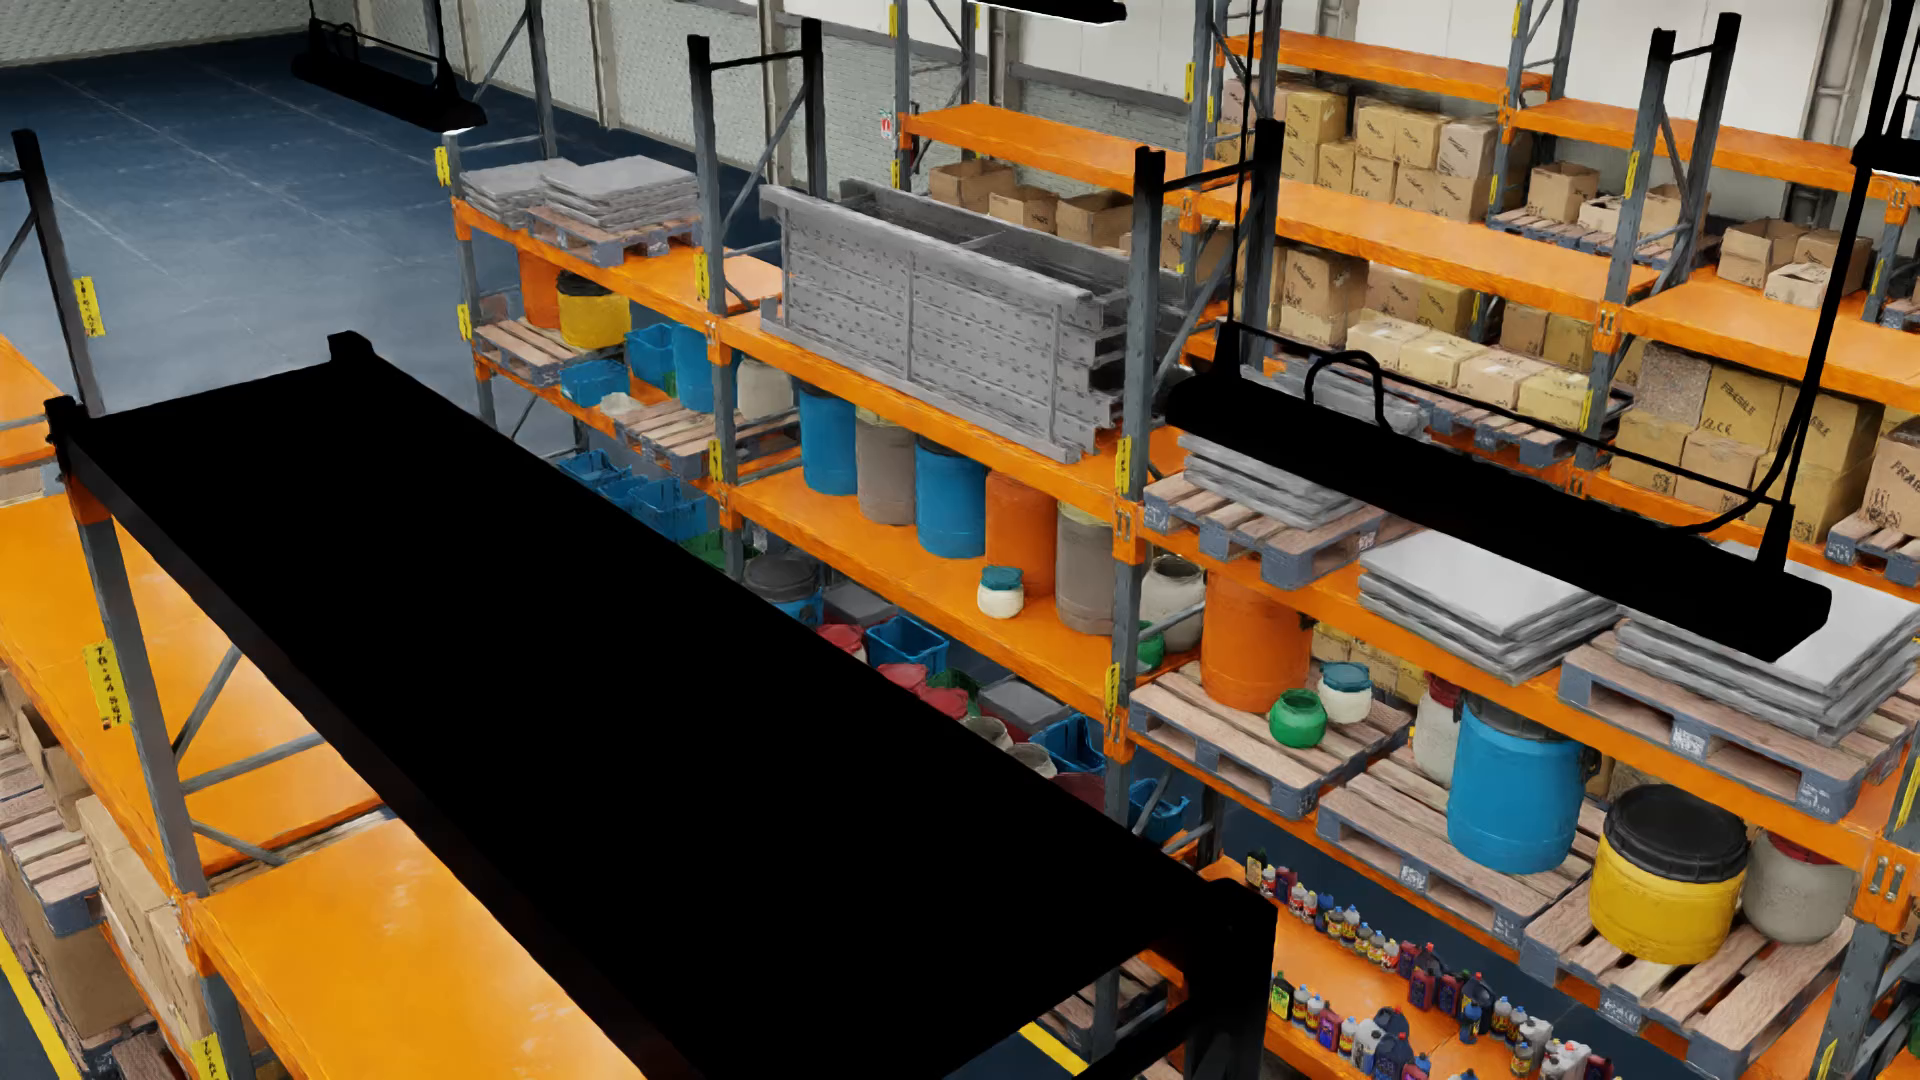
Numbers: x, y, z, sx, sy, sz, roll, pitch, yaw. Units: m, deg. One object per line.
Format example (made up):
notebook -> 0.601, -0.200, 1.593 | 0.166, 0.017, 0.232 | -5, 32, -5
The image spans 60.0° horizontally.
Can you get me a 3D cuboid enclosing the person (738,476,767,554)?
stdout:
person -> -2.217, -0.570, 16.841 | 0.530, 1.668, 0.449 | 8, 28, 16
